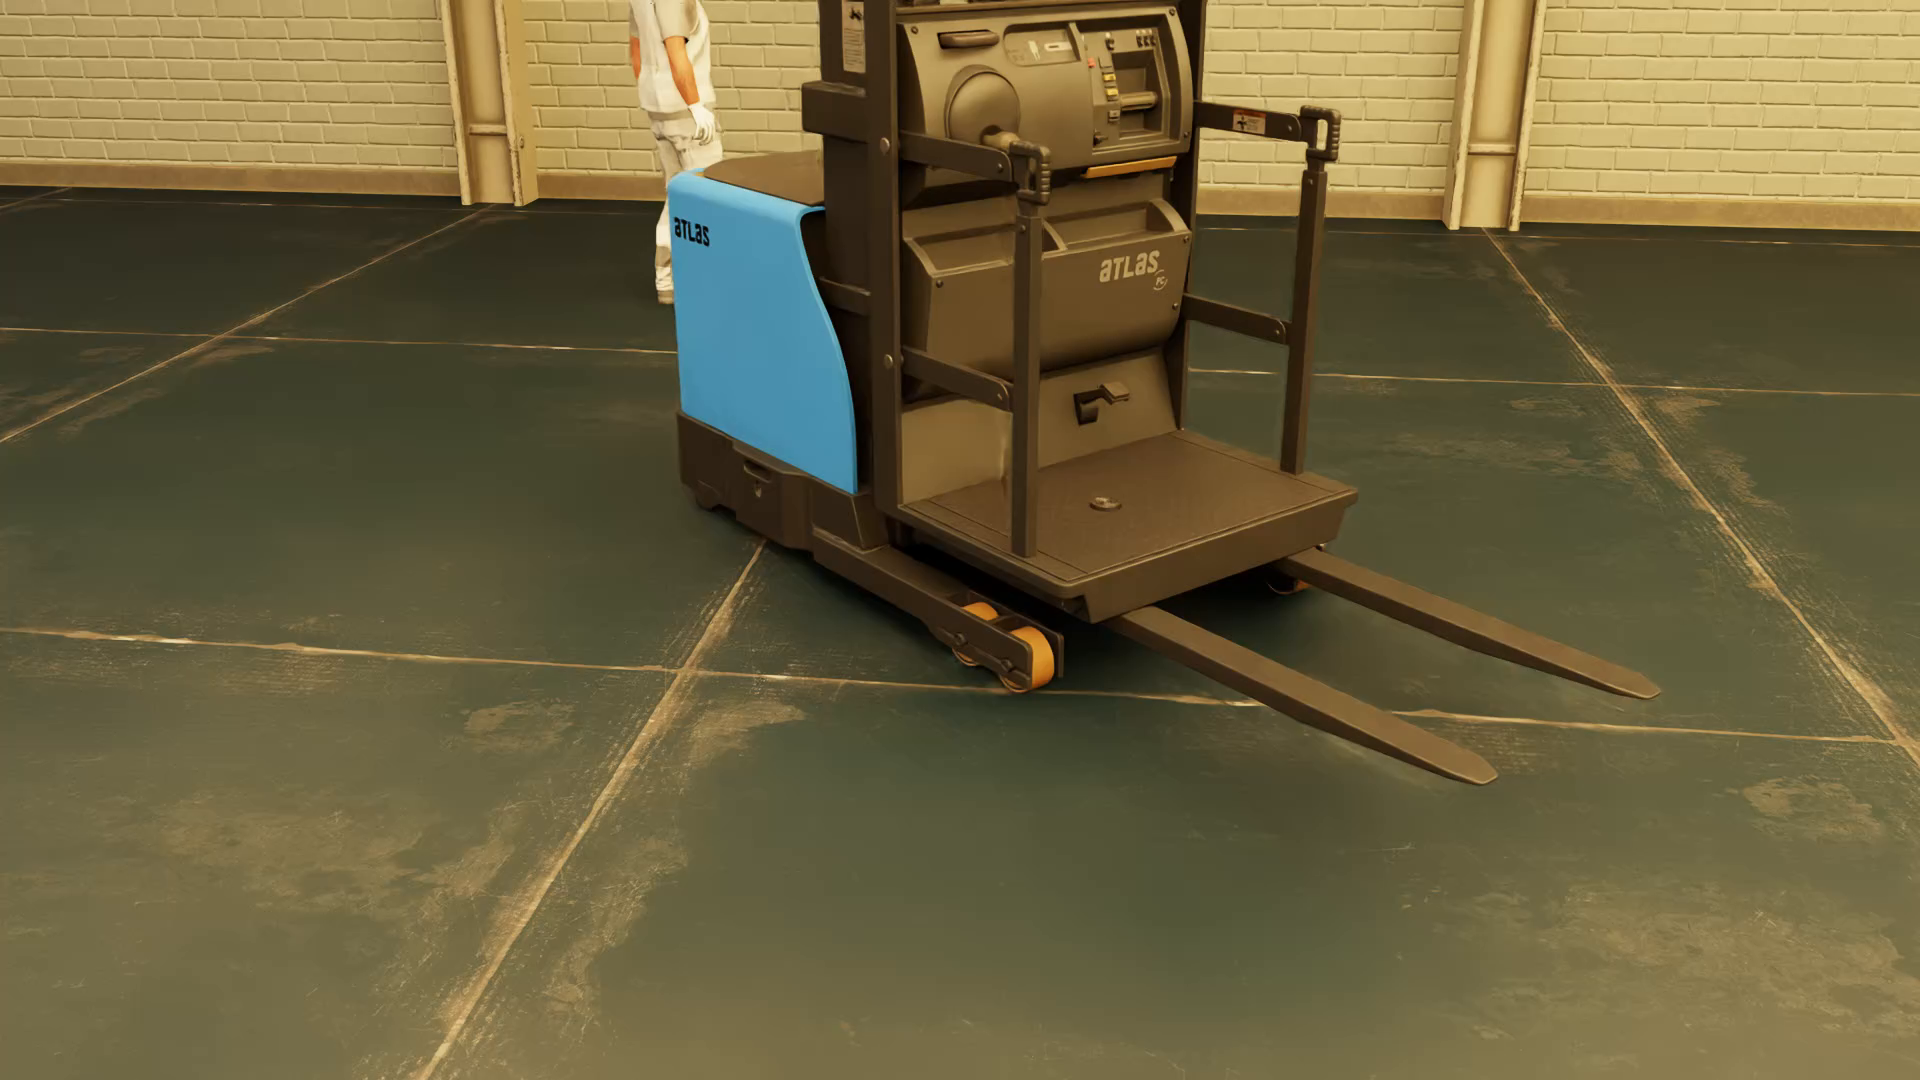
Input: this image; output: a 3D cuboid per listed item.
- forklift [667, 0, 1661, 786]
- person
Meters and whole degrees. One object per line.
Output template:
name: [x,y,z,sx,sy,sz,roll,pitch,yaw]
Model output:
forklift: [0.382,-1.181,4.187,1.130,2.935,3.031,-16,27,-35]
person: [-1.250,-1.983,7.716,0.426,1.788,0.705,-13,25,-30]
